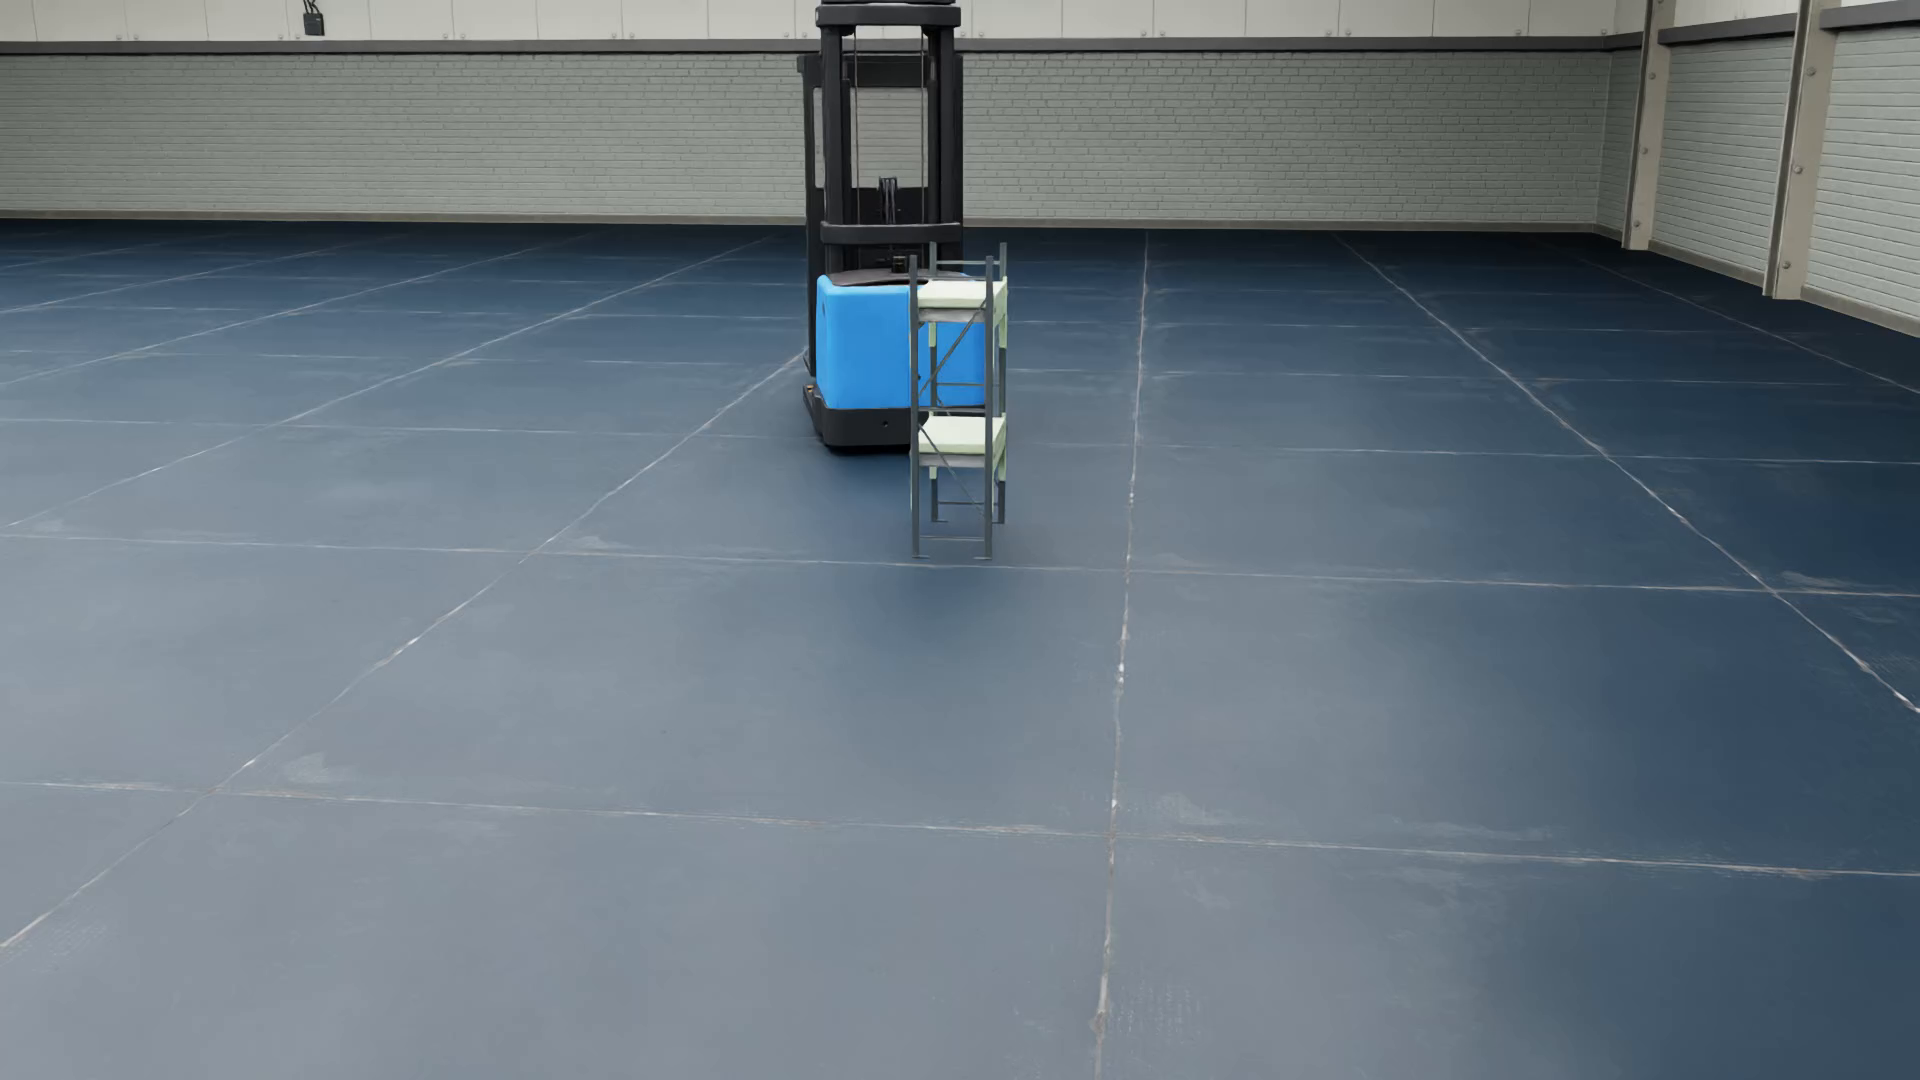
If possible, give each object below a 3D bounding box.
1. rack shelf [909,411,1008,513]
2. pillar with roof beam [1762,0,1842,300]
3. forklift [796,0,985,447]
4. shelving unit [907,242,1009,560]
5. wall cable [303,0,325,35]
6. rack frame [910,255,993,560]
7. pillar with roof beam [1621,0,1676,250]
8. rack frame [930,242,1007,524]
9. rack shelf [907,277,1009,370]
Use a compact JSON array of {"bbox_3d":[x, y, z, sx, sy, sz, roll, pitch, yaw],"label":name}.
[{"bbox_3d":[0.001,-0.411,8.558,0.431,0.370,0.720,2,15,6],"label":"rack shelf"},{"bbox_3d":[5.032,-7.219,18.121,9.100,9.000,0.400,2,15,6],"label":"pillar with roof beam"},{"bbox_3d":[-0.560,-2.351,11.742,1.130,2.935,3.031,-2,15,-9],"label":"forklift"},{"bbox_3d":[0.001,-0.726,8.473,0.431,1.500,0.755,2,15,6],"label":"shelving unit"},{"bbox_3d":[-10.235,-11.660,28.027,2.305,6.003,0.169,2,15,6],"label":"wall cable"},{"bbox_3d":[-0.041,-0.631,8.122,0.400,1.500,0.023,2,15,6],"label":"rack frame"},{"bbox_3d":[5.709,-8.776,23.876,9.100,9.000,0.400,2,15,6],"label":"pillar with roof beam"},{"bbox_3d":[0.042,-0.821,8.824,0.400,1.500,0.023,2,15,6],"label":"rack frame"},{"bbox_3d":[0.001,-1.102,8.371,0.431,0.370,0.720,2,15,6],"label":"rack shelf"}]
